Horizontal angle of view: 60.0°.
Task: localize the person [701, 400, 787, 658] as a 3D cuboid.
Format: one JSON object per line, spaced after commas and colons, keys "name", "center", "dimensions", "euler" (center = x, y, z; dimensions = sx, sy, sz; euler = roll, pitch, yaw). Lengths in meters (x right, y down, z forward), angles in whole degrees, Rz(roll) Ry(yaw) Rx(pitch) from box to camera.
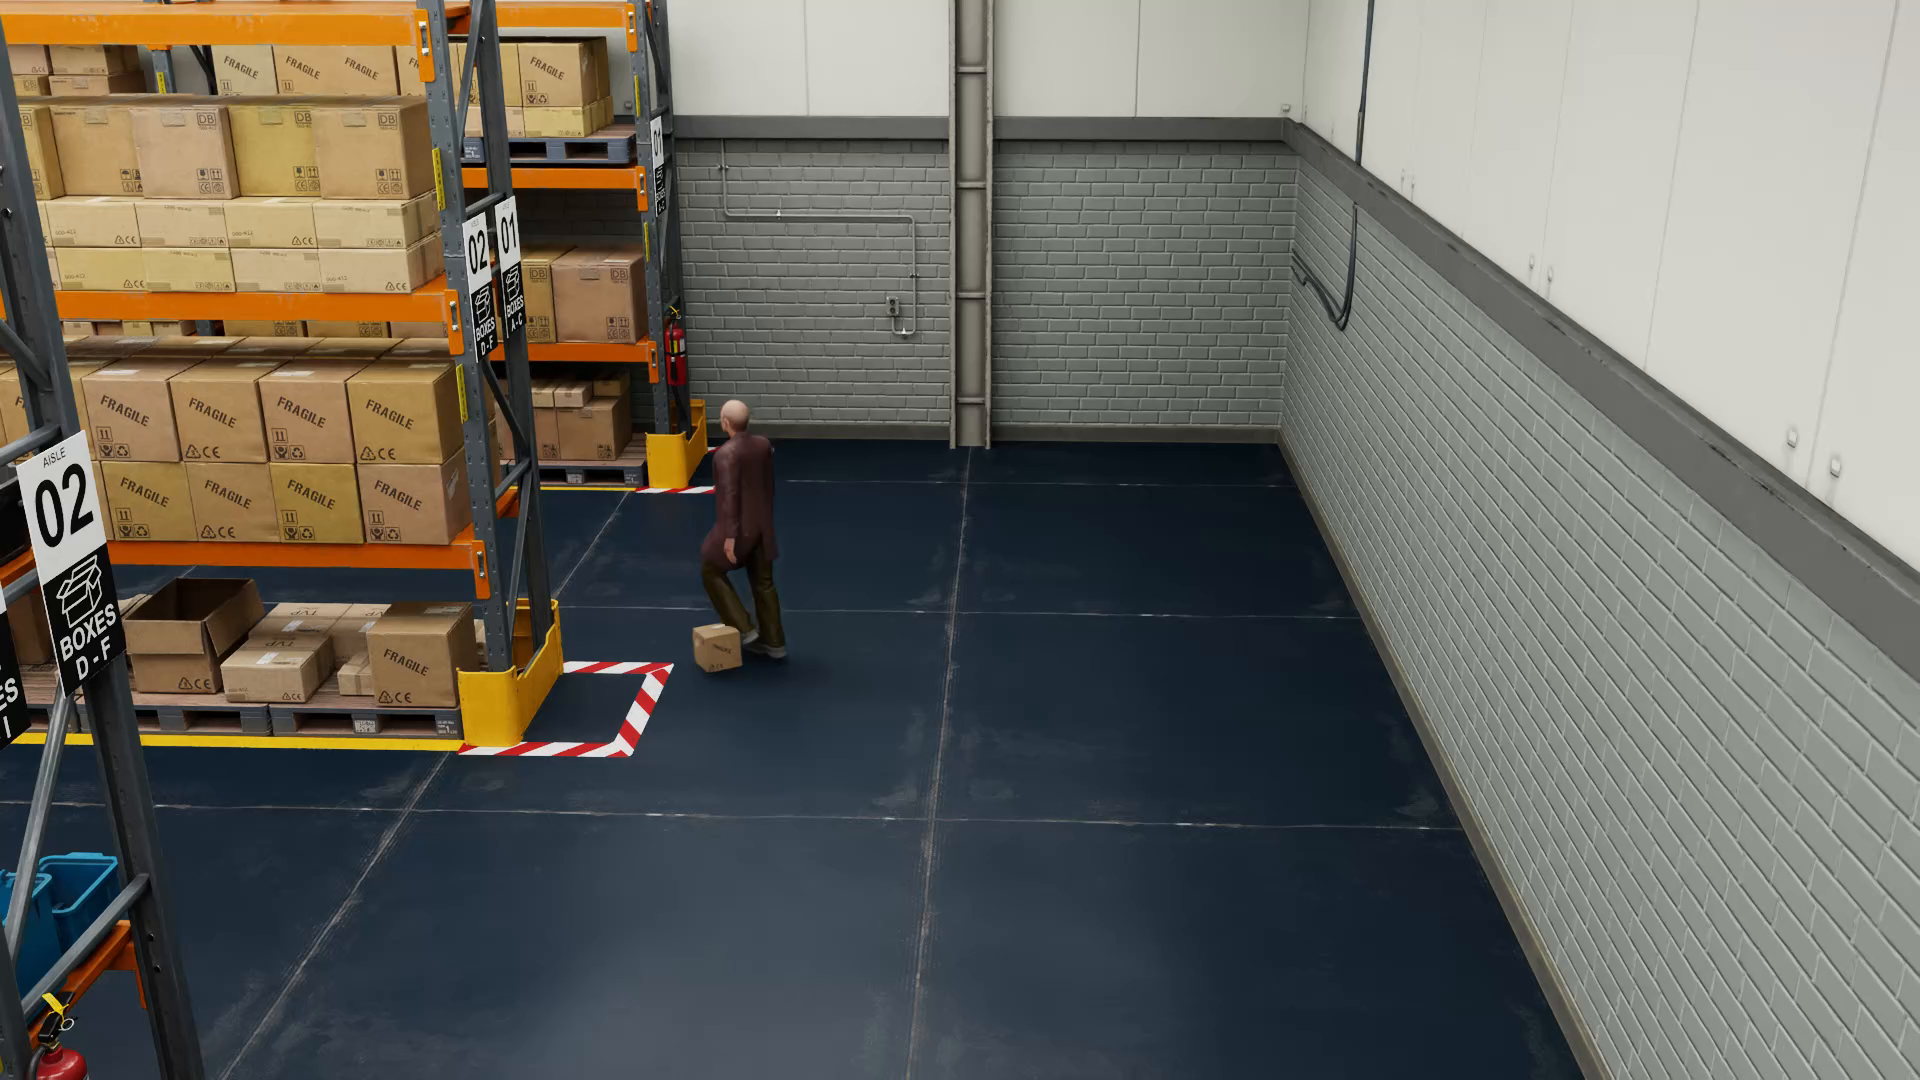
{"name": "person", "center": [-1.429, -0.068, 11.221], "dimensions": [0.568, 1.764, 0.611], "euler": [14, 25, 34]}
